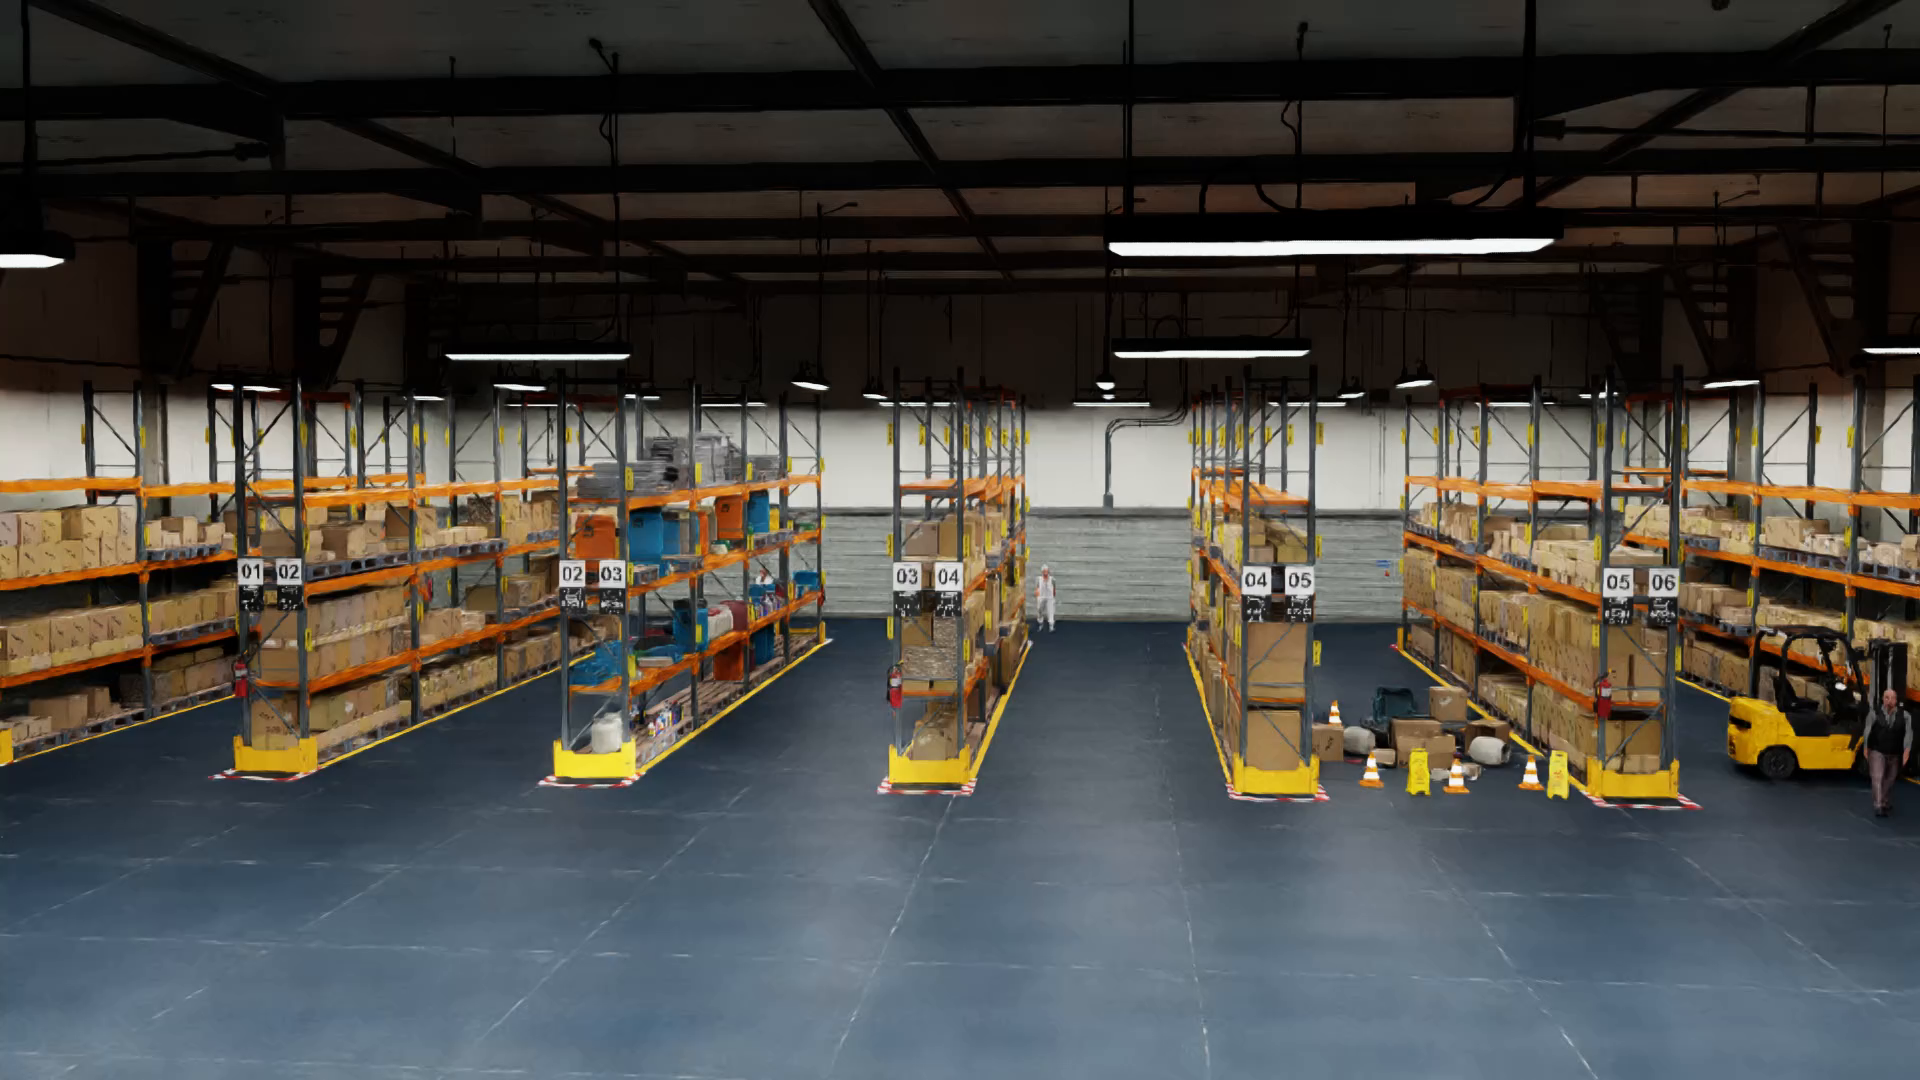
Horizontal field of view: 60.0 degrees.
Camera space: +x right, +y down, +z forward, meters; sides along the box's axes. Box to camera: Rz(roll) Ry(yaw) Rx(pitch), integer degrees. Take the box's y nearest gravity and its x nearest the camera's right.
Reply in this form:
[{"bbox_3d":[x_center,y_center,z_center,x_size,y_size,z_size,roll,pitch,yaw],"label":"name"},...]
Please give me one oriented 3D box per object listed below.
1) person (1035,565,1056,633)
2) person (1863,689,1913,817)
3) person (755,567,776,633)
[{"bbox_3d":[2.172,1.495,42.376,0.528,1.727,1.030,0,4,-3],"label":"person"},{"bbox_3d":[12.274,2.796,21.987,0.539,1.665,1.031,1,4,14],"label":"person"},{"bbox_3d":[-4.920,1.530,41.765,0.576,1.712,1.089,1,4,15],"label":"person"}]
